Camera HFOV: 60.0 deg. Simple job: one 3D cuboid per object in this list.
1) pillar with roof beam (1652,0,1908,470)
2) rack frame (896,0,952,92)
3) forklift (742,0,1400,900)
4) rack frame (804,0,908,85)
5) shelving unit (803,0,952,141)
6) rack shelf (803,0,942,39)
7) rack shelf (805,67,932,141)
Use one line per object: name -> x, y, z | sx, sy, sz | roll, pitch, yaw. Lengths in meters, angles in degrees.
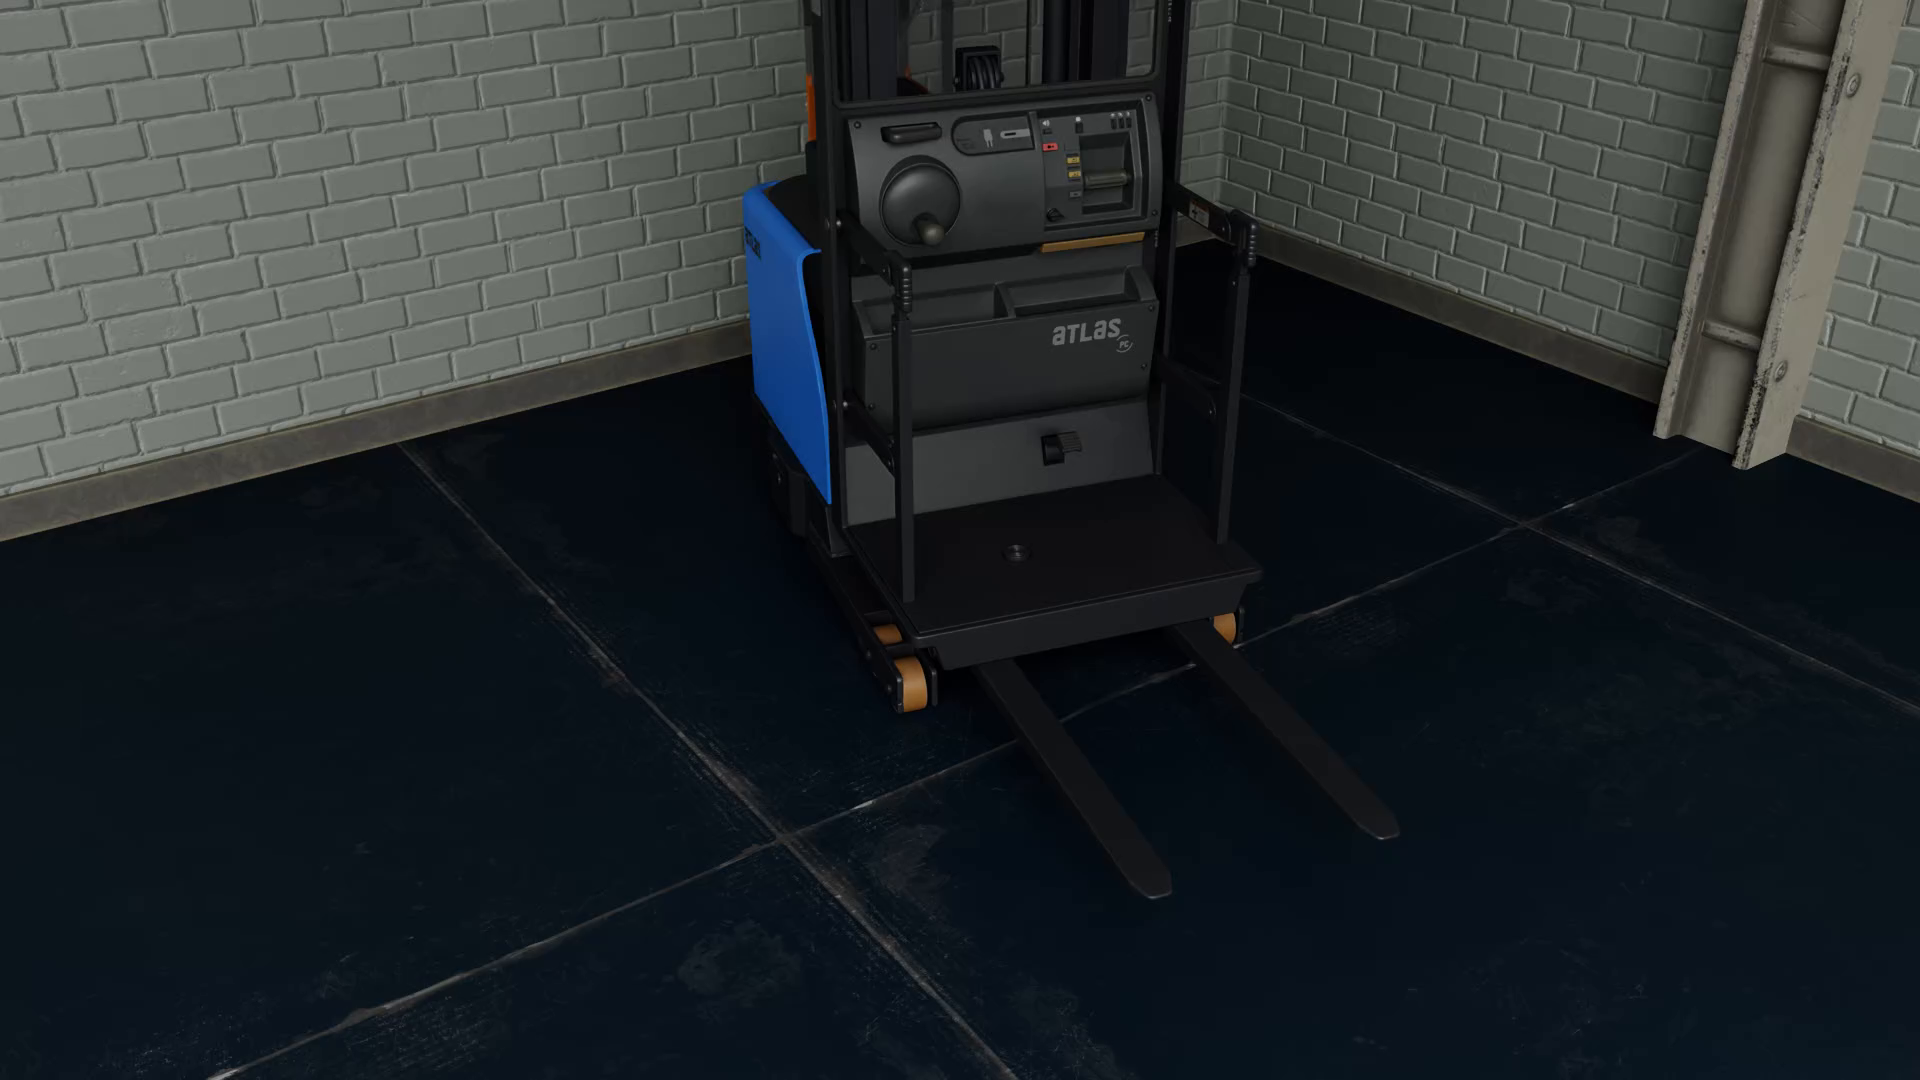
pillar with roof beam -> -0.559, -3.143, 2.108 | 9.100, 9.000, 0.400 | -19, 34, -31
rack frame -> -0.218, -1.348, 6.032 | 0.400, 2.100, 0.015 | -10, 30, -18
forklift -> 0.217, -1.009, 4.537 | 1.130, 2.935, 3.031 | -10, 30, -18
rack frame -> -0.388, -1.567, 6.434 | 0.400, 2.100, 0.015 | -10, 30, -18
shelving unit -> -0.303, -1.458, 6.233 | 0.431, 2.100, 0.503 | -10, 30, -18
rack shelf -> -0.303, -2.060, 5.904 | 0.431, 0.518, 0.480 | -10, 30, -18
rack shelf -> -0.303, -1.446, 6.239 | 0.431, 0.518, 0.480 | -10, 30, -18
